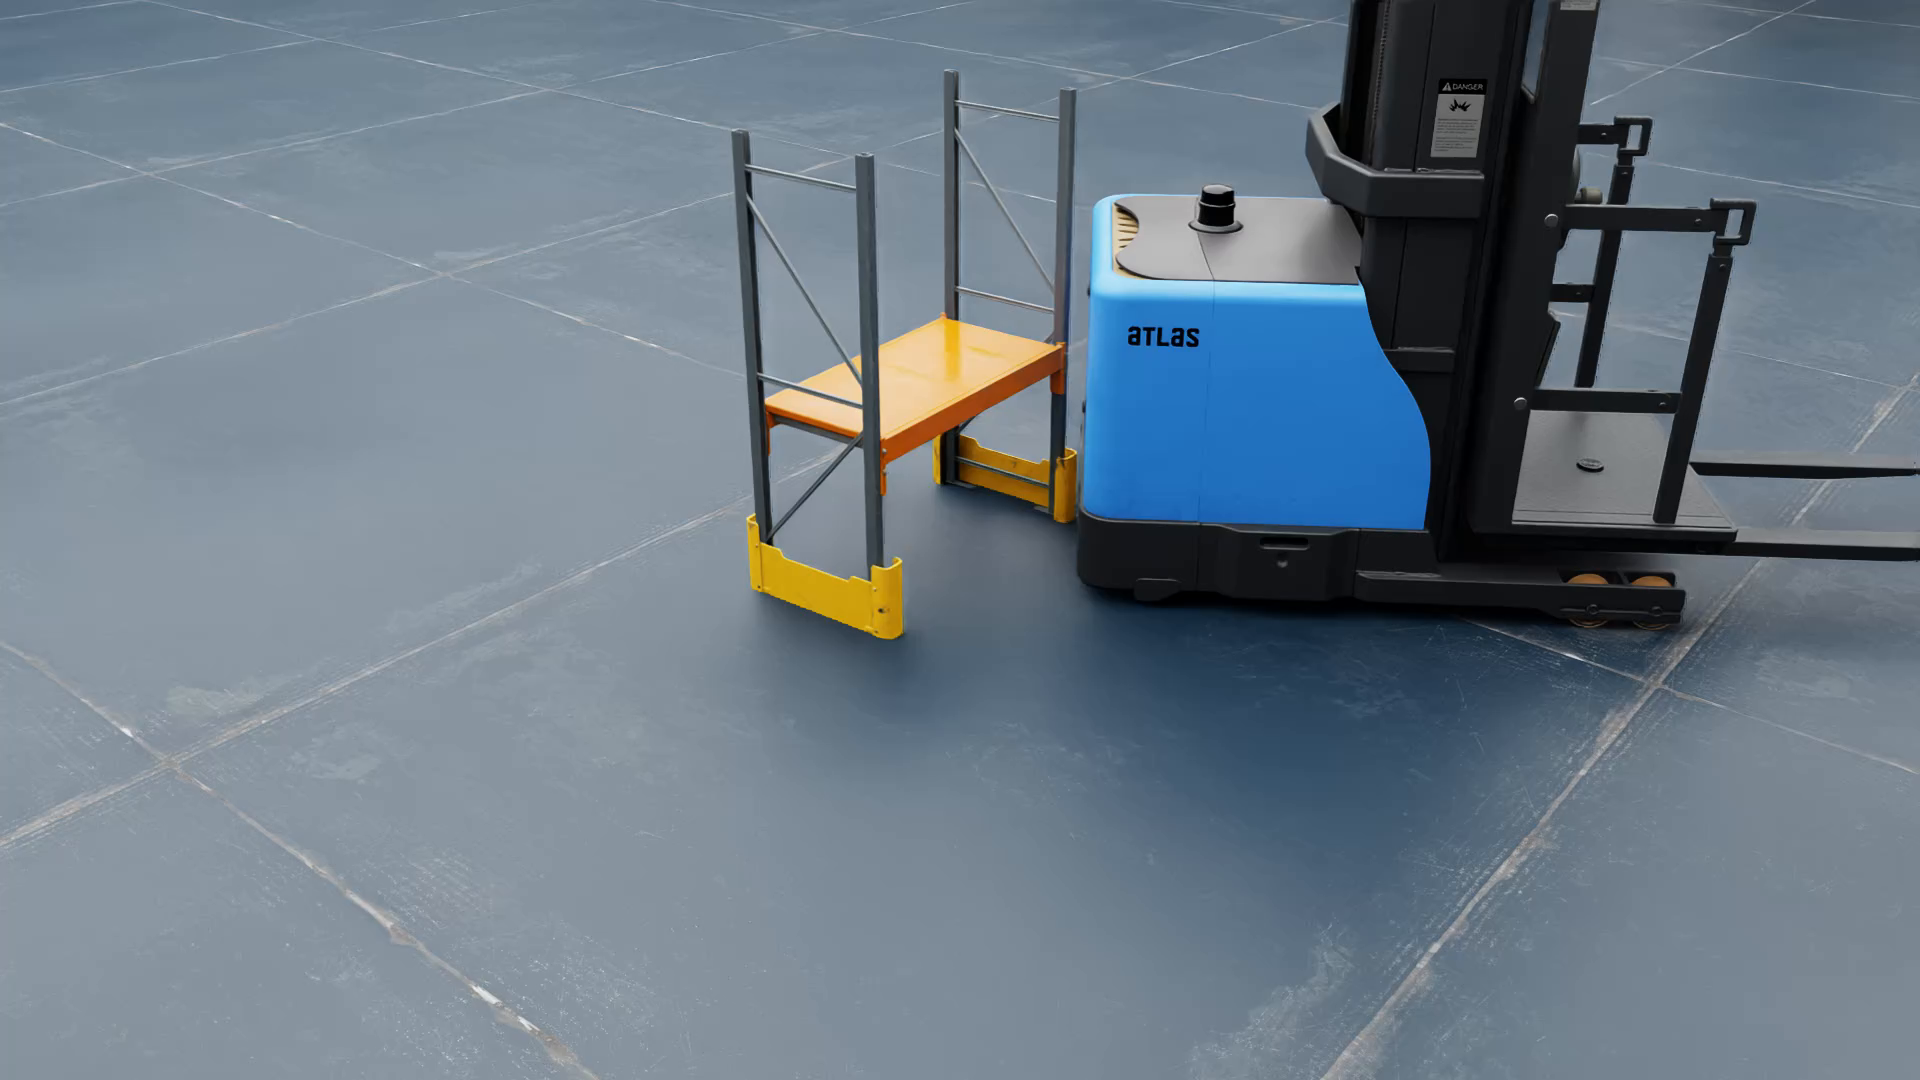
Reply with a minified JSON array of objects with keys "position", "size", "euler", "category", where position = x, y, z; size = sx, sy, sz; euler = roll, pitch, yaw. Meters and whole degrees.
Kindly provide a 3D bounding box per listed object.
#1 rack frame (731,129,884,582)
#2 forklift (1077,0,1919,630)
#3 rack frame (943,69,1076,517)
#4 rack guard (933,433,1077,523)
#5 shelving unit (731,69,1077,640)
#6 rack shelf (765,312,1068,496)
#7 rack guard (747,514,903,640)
[{"position":[-0.443,-0.439,4.966],"size":[0.500,1.500,0.032],"euler":[19,33,32],"category":"rack frame"},{"position":[1.922,-1.274,5.023],"size":[3.031,2.935,1.130],"euler":[2,27,4],"category":"forklift"},{"position":[0.156,-0.816,5.696],"size":[0.500,1.500,0.032],"euler":[19,33,32],"category":"rack frame"},{"position":[0.155,-0.261,5.982],"size":[0.587,0.250,0.087],"euler":[19,33,32],"category":"rack guard"},{"position":[-0.138,-0.631,5.338],"size":[0.587,1.500,1.083],"euler":[19,33,32],"category":"shelving unit"},{"position":[-0.144,-0.468,5.414],"size":[0.538,0.185,1.000],"euler":[19,33,32],"category":"rack shelf"},{"position":[-0.431,0.109,5.267],"size":[0.587,0.250,0.087],"euler":[19,33,32],"category":"rack guard"}]
